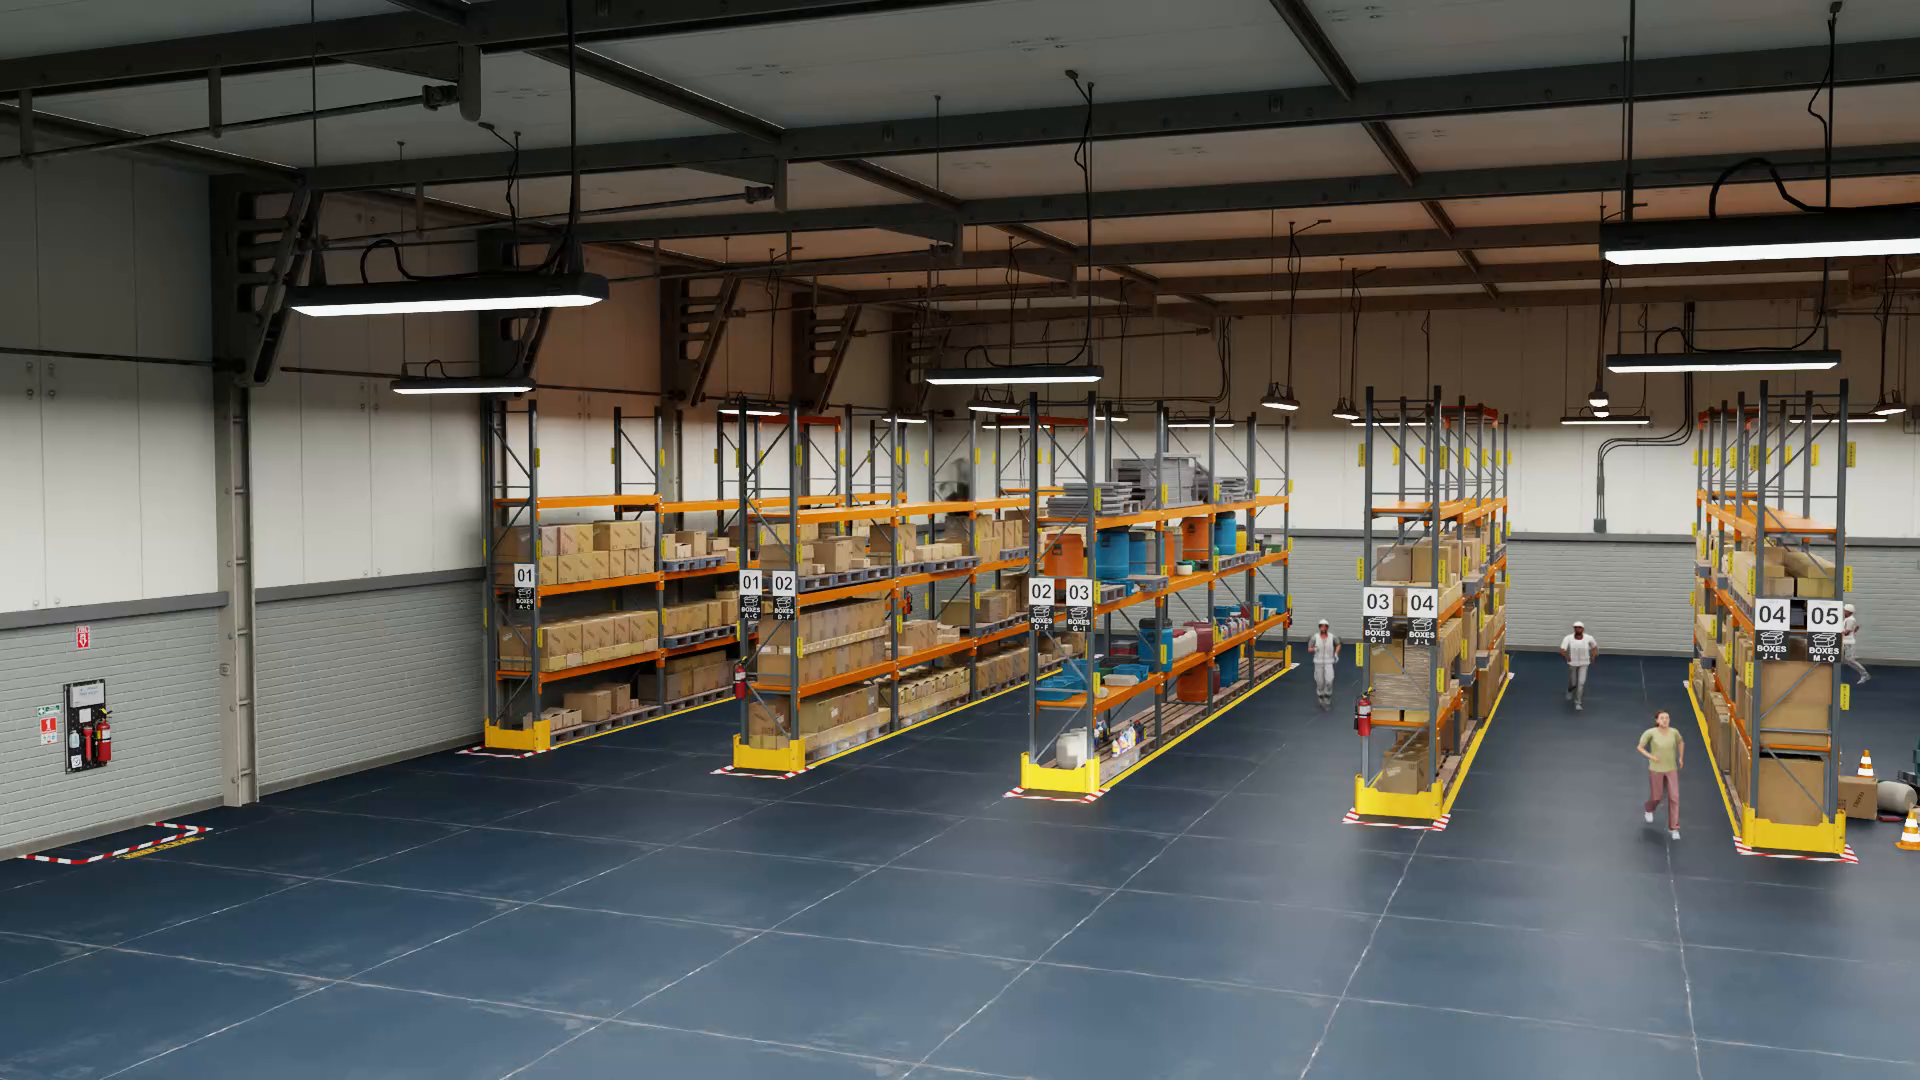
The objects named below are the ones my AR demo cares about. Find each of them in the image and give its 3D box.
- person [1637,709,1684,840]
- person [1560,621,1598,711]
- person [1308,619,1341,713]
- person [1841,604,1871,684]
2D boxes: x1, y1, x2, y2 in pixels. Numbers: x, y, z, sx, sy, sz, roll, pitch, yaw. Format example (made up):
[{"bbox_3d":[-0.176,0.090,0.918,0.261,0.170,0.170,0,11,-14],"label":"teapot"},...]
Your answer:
[{"bbox_3d":[9.348,3.078,22.170,0.629,1.679,0.862,0,3,3],"label":"person"},{"bbox_3d":[12.390,2.498,33.293,0.708,1.760,0.854,1,3,19],"label":"person"},{"bbox_3d":[7.187,2.489,32.890,0.614,1.830,0.713,1,3,14],"label":"person"},{"bbox_3d":[19.368,2.287,36.344,0.988,1.777,0.680,1,3,19],"label":"person"}]
